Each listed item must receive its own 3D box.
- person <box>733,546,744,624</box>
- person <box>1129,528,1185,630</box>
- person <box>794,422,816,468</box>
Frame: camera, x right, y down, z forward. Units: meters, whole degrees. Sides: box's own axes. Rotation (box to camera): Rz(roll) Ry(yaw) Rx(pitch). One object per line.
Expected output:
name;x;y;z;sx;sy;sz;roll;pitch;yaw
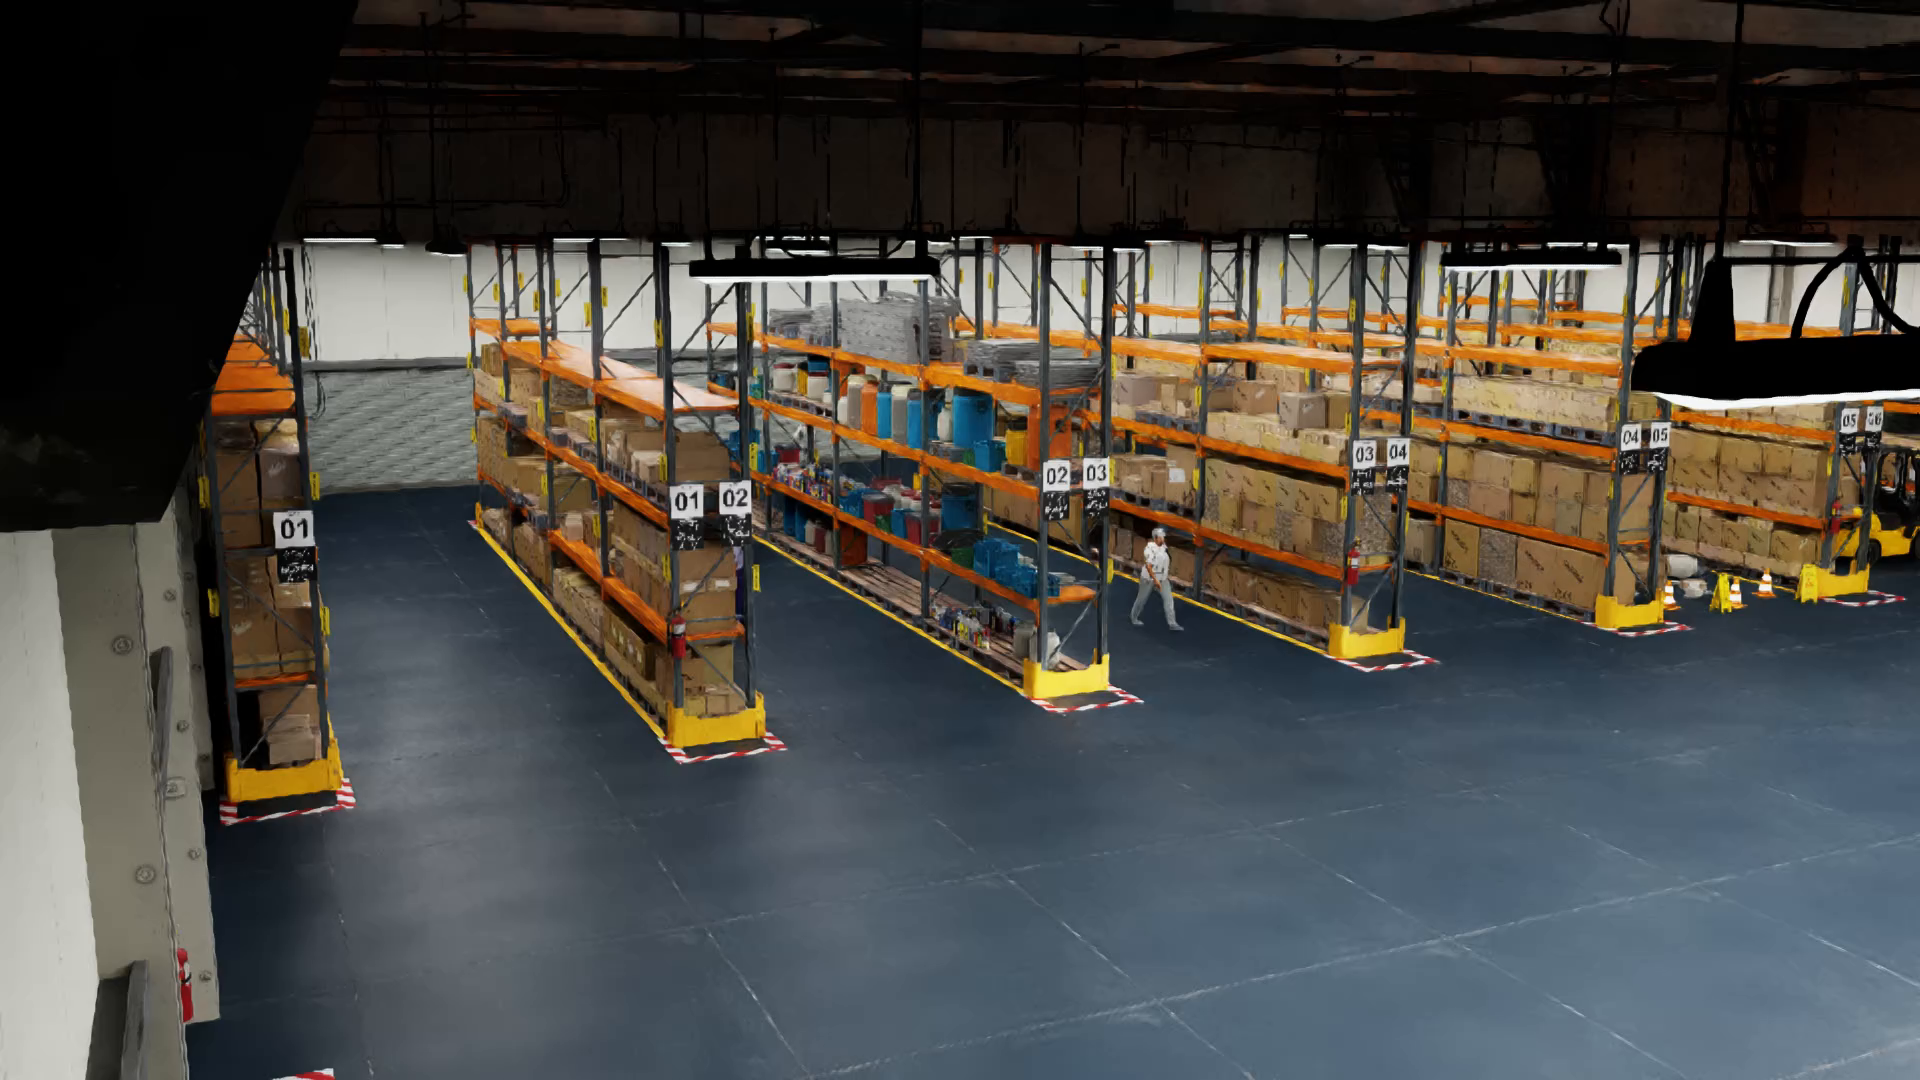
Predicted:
person;-3.437;0.592;25.702;0.556;1.644;0.598;2;11;8
person;3.042;0.590;25.824;0.491;1.598;1.000;-7;13;-32
person;-3.836;-2.335;41.155;0.566;1.541;0.519;-5;12;-26
